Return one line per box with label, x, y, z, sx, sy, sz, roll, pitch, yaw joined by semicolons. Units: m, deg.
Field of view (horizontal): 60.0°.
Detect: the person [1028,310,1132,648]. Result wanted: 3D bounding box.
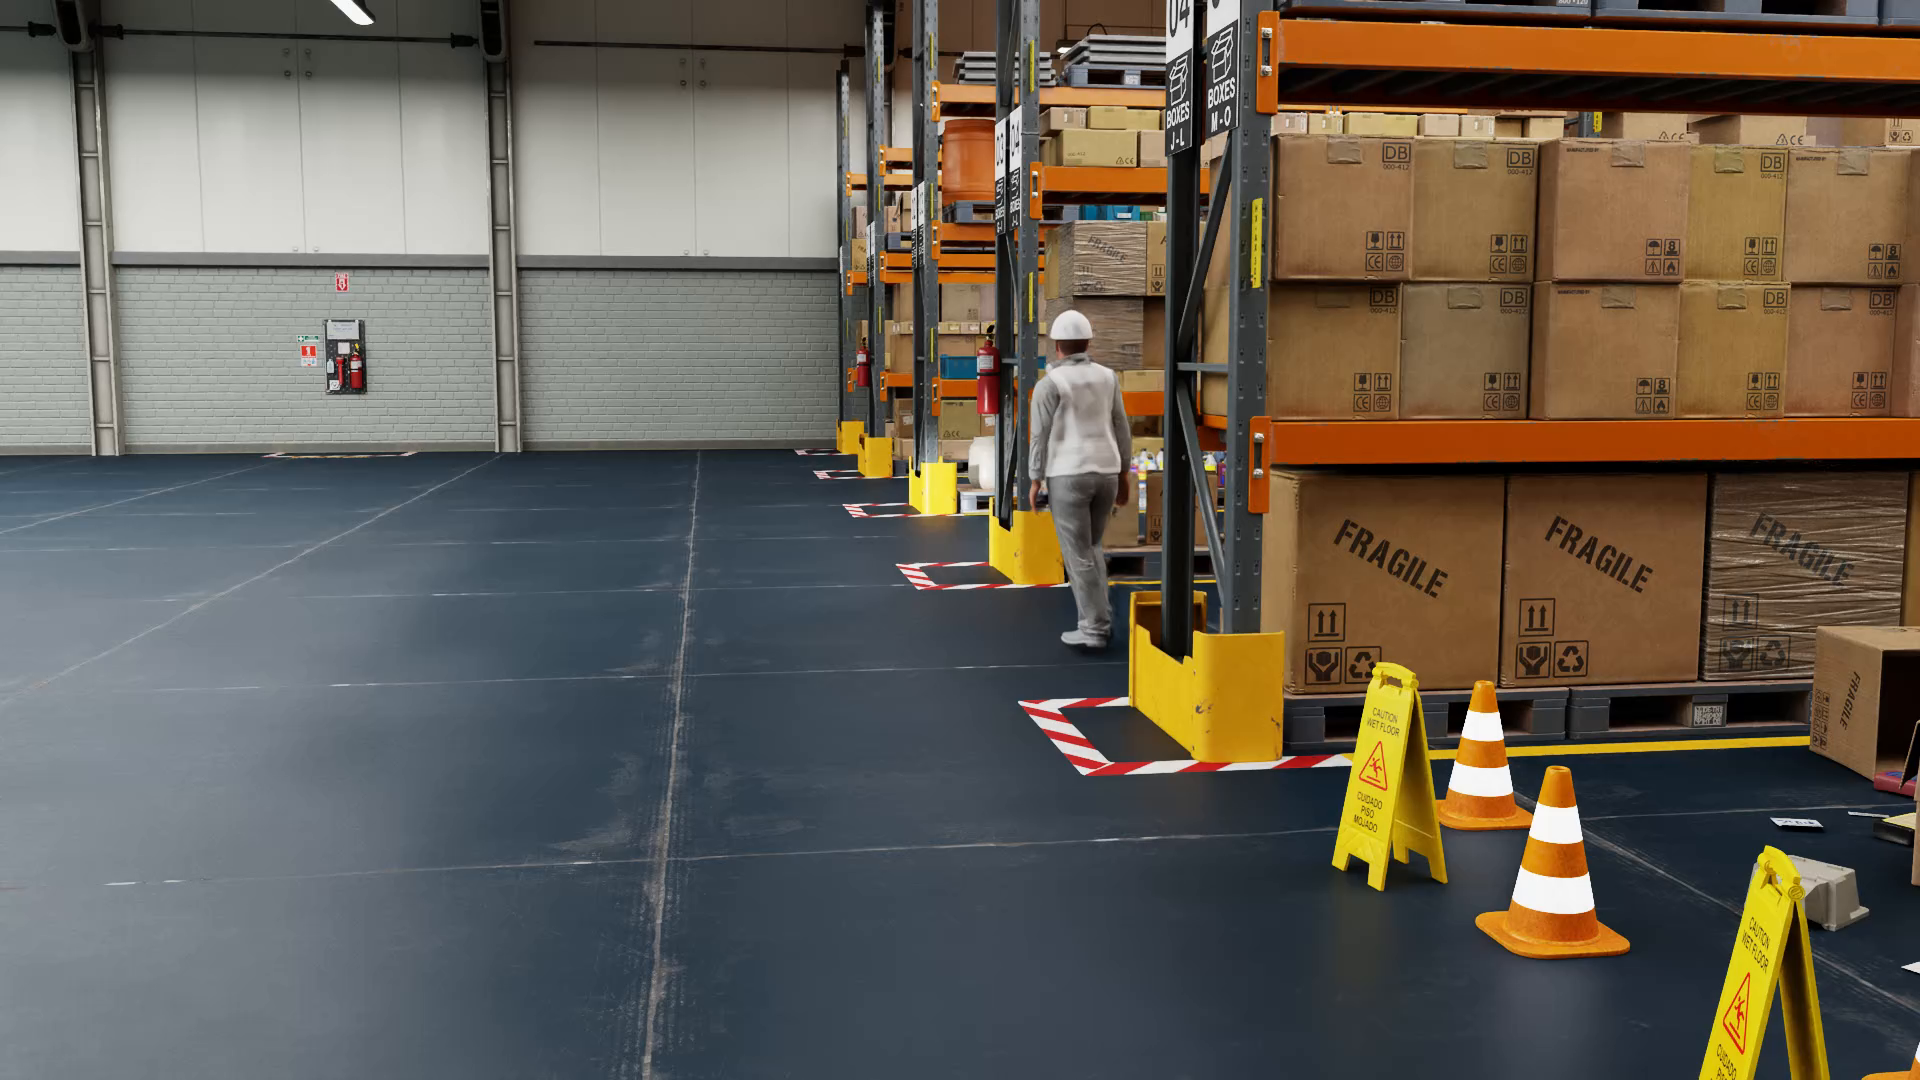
person;0.640;-0.315;8.776;0.563;1.783;0.490;-4;8;-34
